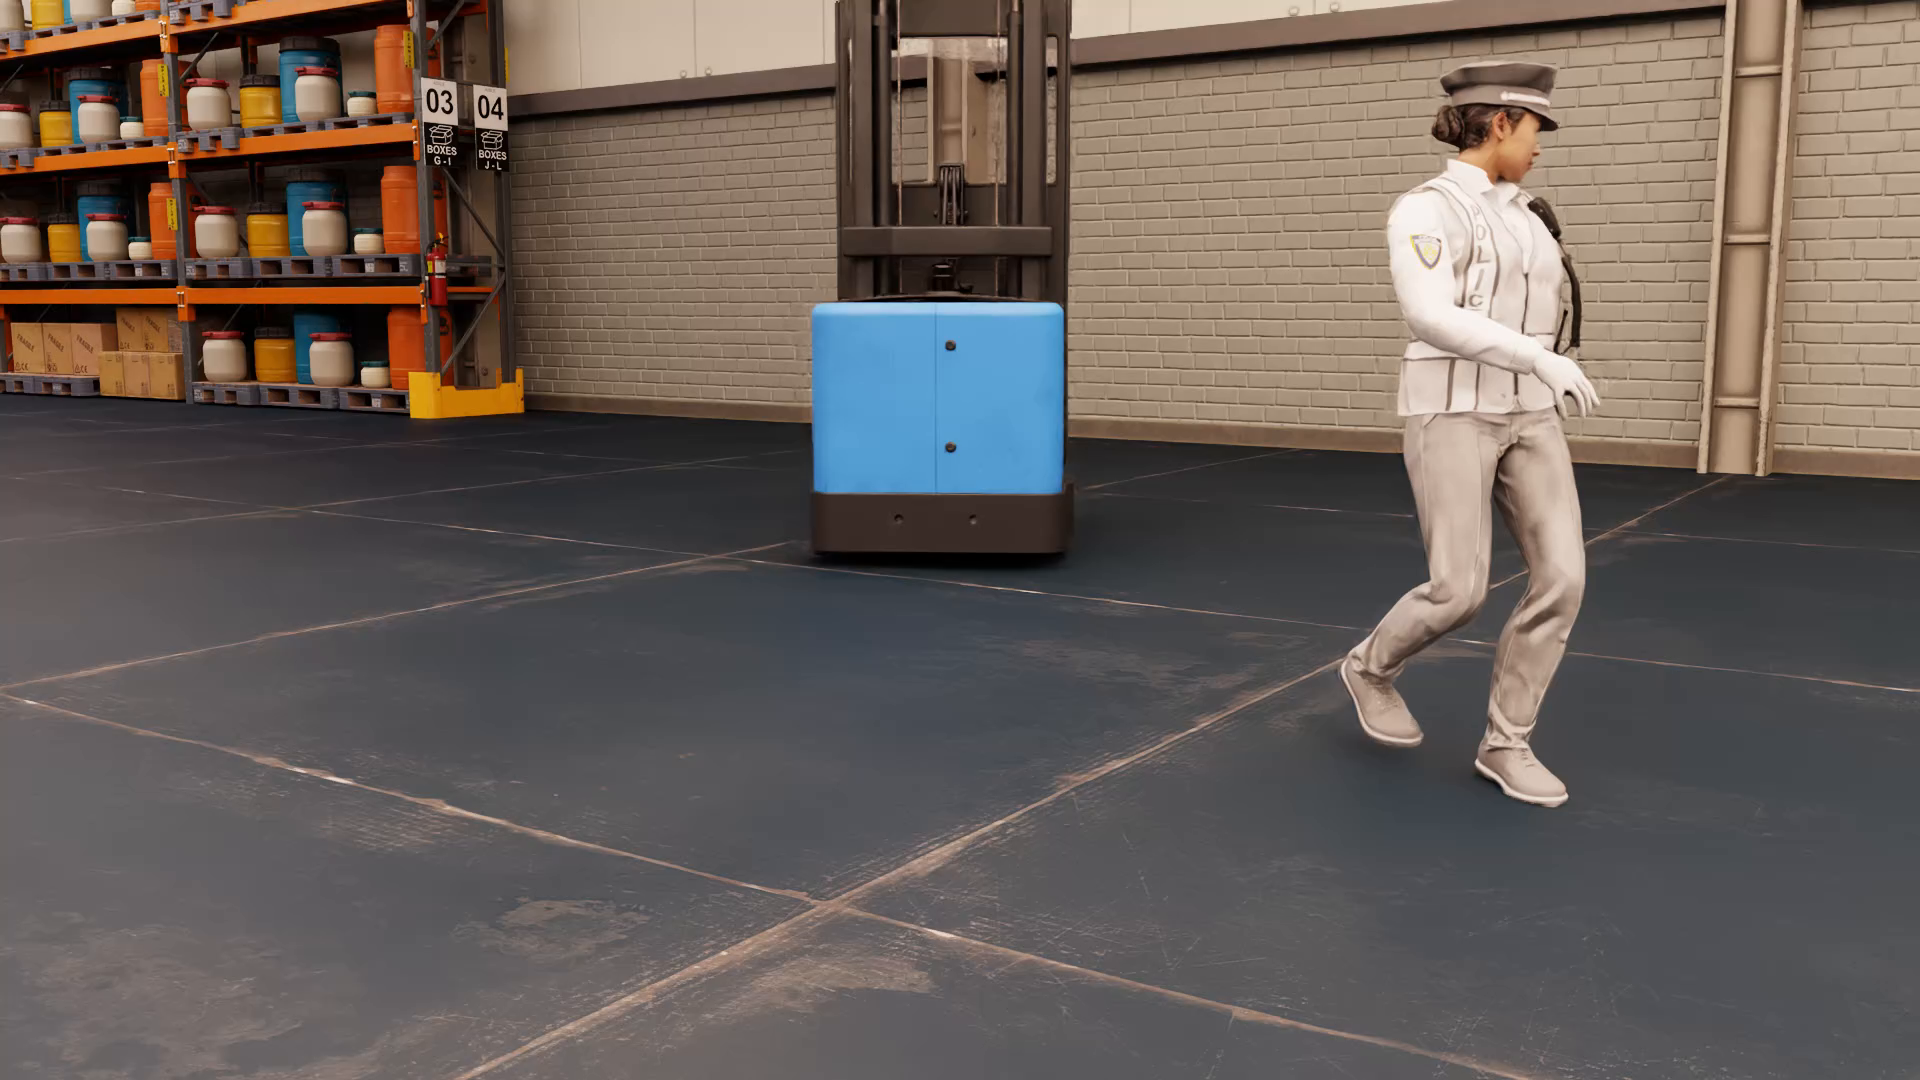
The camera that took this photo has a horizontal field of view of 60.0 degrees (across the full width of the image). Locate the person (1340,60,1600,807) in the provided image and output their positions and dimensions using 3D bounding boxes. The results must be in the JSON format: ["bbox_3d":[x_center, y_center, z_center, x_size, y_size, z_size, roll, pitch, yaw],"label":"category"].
[{"bbox_3d":[1.206,-0.255,3.742,0.605,1.605,0.613,-3,9,-21],"label":"person"}]

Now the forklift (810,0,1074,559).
[{"bbox_3d":[-0.020,-1.541,8.031,1.130,2.935,3.031,0,8,3],"label":"forklift"}]
